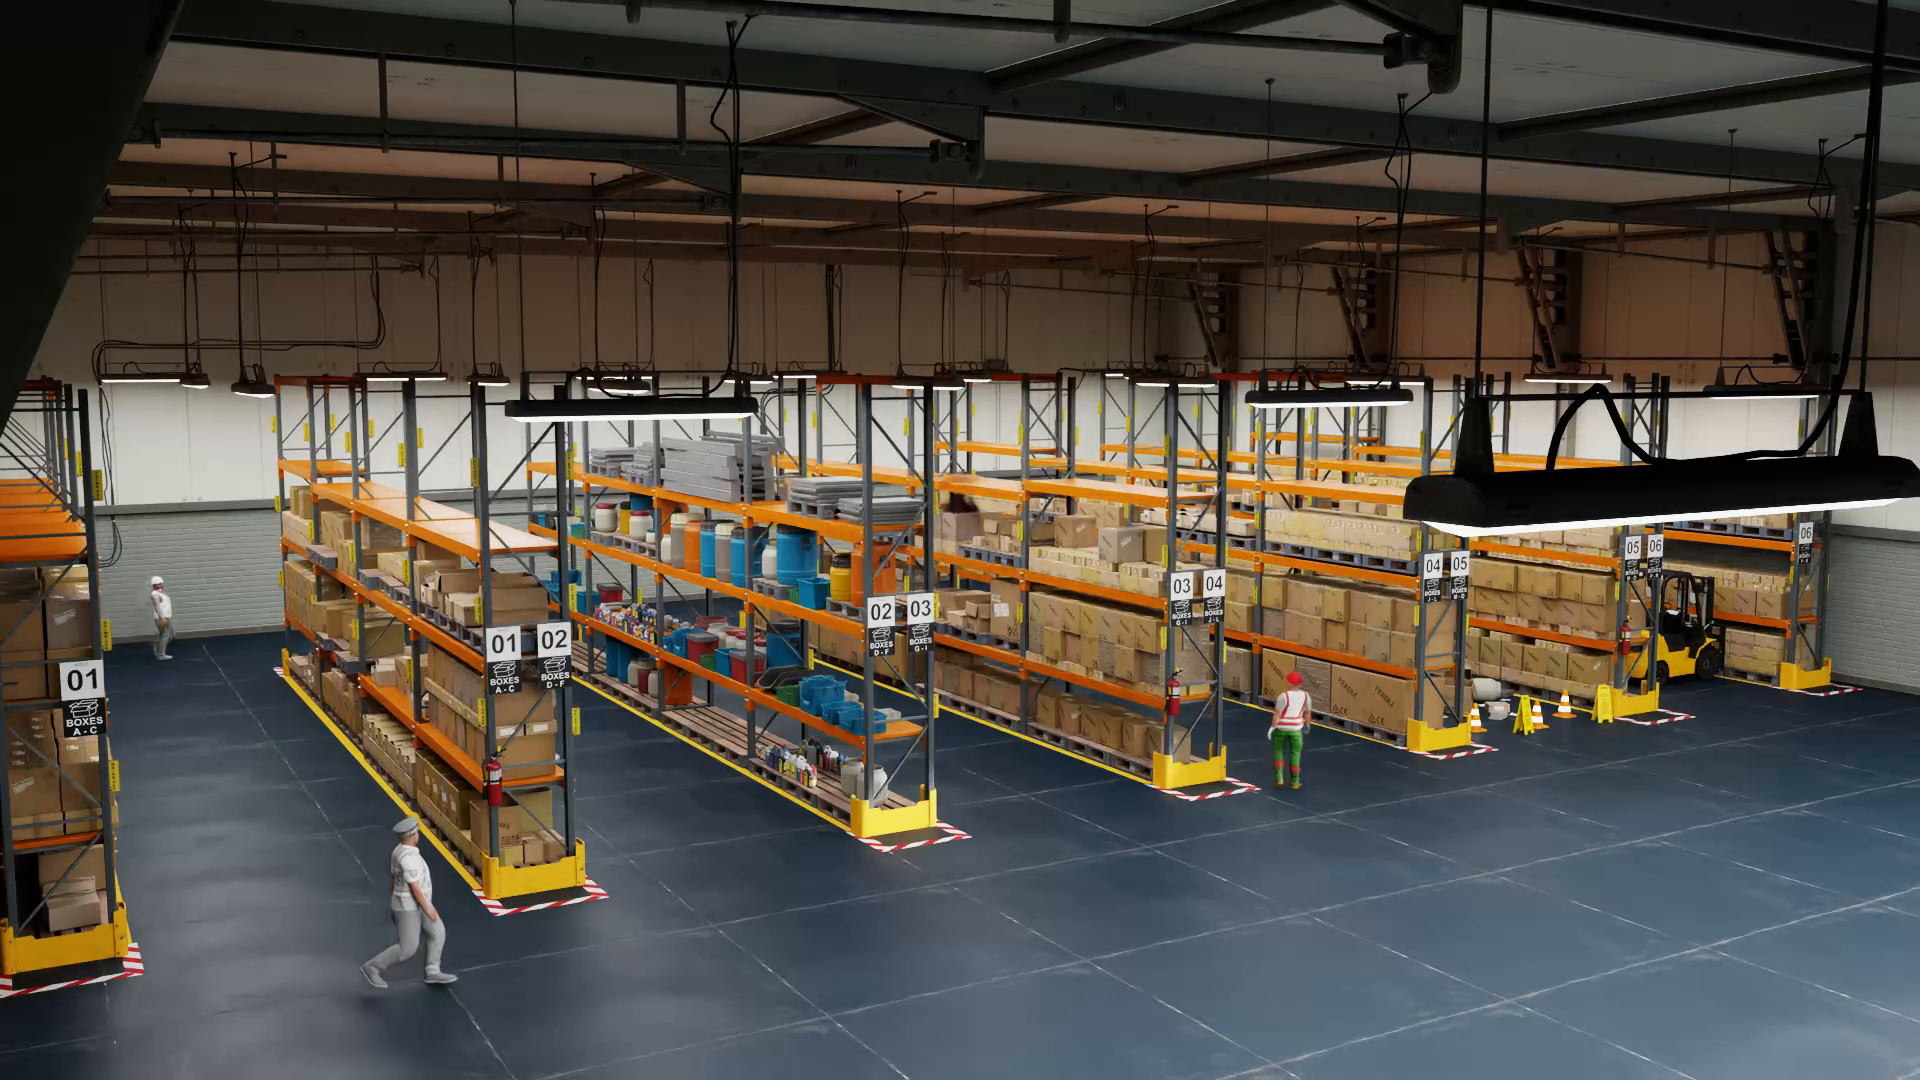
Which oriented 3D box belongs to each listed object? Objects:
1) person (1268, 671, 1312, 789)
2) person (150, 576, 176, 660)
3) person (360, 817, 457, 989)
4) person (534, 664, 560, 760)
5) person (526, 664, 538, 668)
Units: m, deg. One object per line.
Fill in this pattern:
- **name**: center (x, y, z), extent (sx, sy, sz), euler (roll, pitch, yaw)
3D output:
- **person**: center (4.837, 2.774, 24.395), extent (0.617, 1.774, 0.588), euler (1, 6, 13)
- **person**: center (-16.688, 1.628, 34.832), extent (0.468, 1.758, 0.557), euler (-3, 7, -27)
- **person**: center (-5.545, 3.642, 16.664), extent (0.894, 1.713, 0.511), euler (0, 6, -4)
- **person**: center (-6.487, 2.641, 26.206), extent (0.392, 1.672, 0.527), euler (1, 6, 10)
- **person**: center (-8.274, 1.928, 32.251), extent (0.616, 1.791, 0.448), euler (-5, 8, -38)
